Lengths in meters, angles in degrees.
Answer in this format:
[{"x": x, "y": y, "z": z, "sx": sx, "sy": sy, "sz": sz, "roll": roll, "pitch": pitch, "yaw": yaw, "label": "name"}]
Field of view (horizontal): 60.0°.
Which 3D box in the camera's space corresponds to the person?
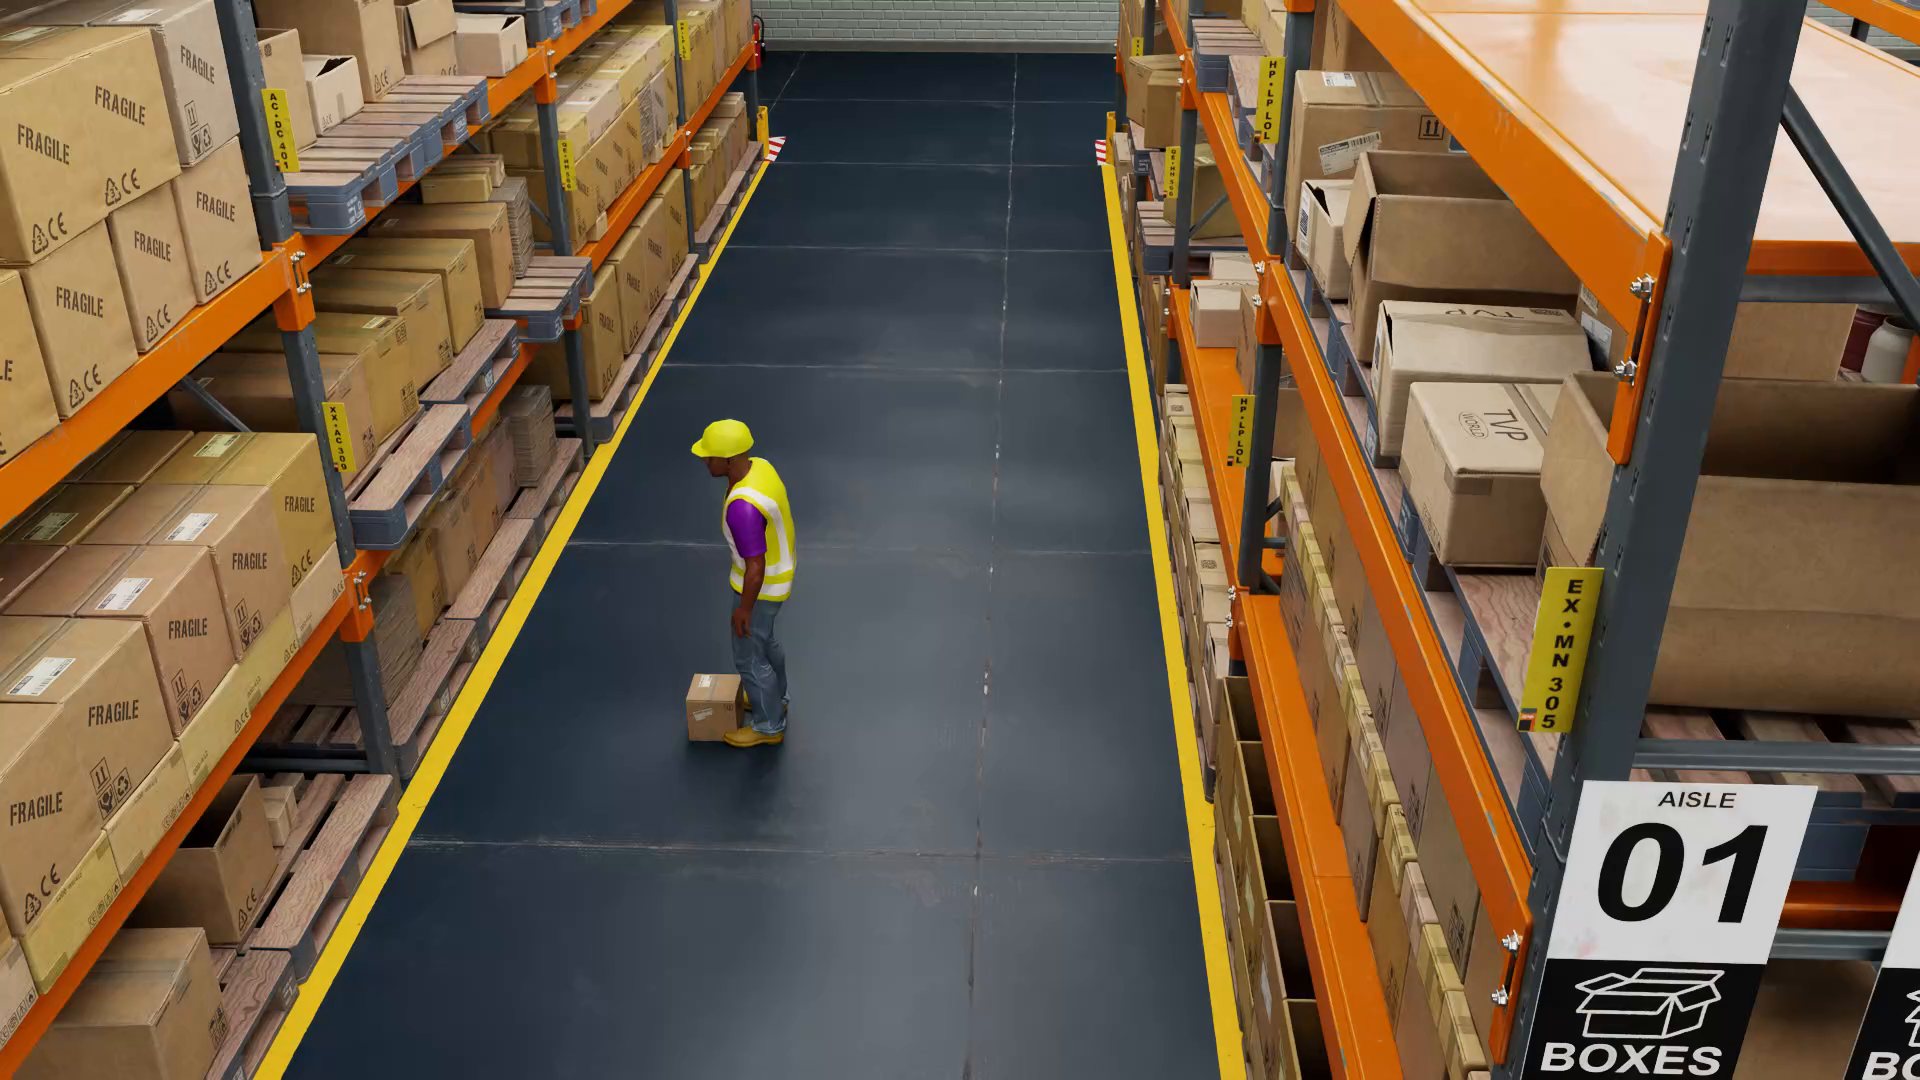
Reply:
[{"x": -1.036, "y": 0.205, "z": 8.214, "sx": 0.458, "sy": 1.759, "sz": 0.634, "roll": 0, "pitch": 28, "yaw": 0, "label": "person"}]
